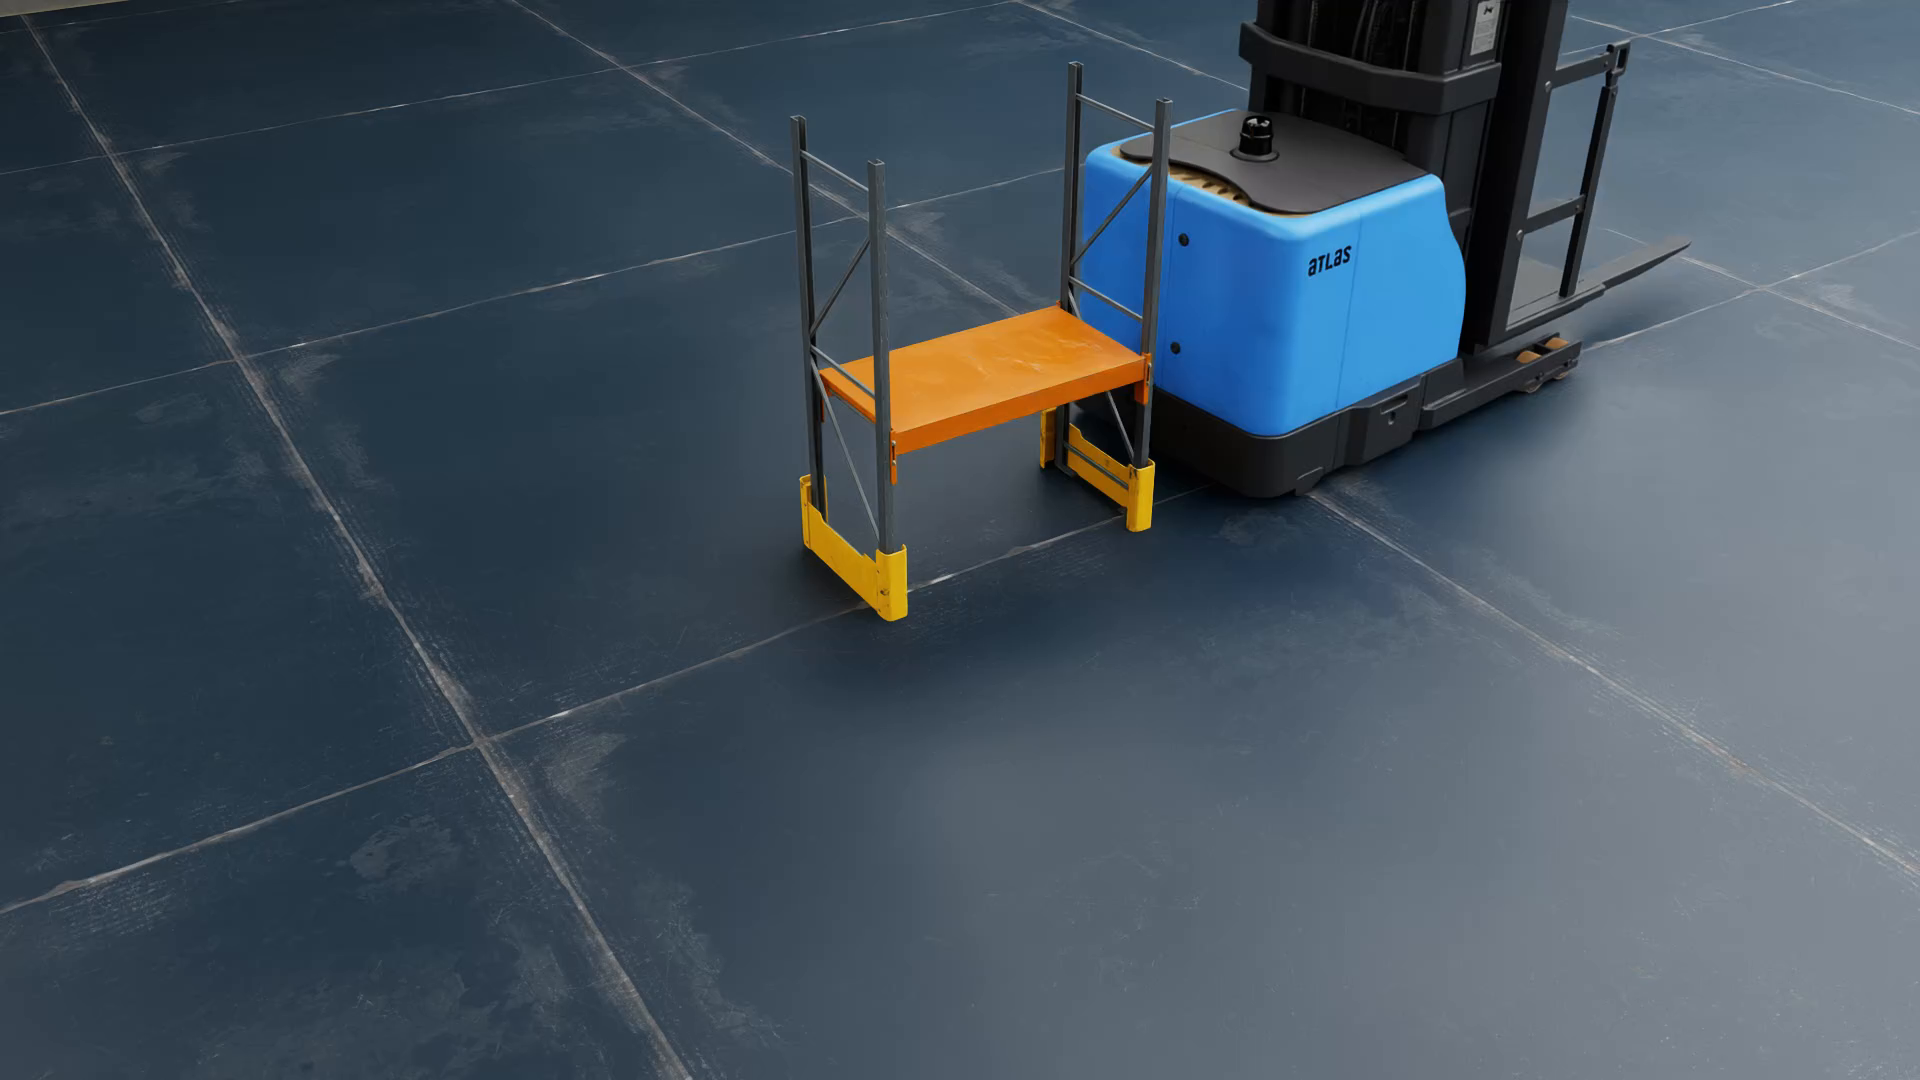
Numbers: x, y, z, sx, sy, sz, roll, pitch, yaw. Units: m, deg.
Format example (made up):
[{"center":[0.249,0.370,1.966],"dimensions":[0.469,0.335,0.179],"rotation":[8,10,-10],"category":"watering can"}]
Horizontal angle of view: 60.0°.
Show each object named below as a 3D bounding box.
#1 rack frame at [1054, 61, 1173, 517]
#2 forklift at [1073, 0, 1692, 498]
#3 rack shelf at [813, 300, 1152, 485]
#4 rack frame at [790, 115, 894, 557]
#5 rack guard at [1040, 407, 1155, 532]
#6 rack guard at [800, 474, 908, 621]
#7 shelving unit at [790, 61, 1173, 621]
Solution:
[{"center":[0.499,-0.806,5.622],"dimensions":[0.032,1.500,0.500],"rotation":[-19,37,-27],"category":"rack frame"},{"center":[1.899,-2.027,6.217],"dimensions":[3.031,2.935,1.130],"rotation":[-23,39,-32],"category":"forklift"},{"center":[0.072,-0.507,5.485],"dimensions":[1.000,0.185,0.538],"rotation":[-19,37,-27],"category":"rack shelf"},{"center":[-0.356,-0.512,5.156],"dimensions":[0.032,1.500,0.500],"rotation":[-19,37,-27],"category":"rack frame"},{"center":[0.483,-0.272,5.946],"dimensions":[0.087,0.250,0.587],"rotation":[-19,37,-27],"category":"rack guard"},{"center":[-0.355,0.016,5.490],"dimensions":[0.087,0.250,0.587],"rotation":[-19,37,-27],"category":"rack guard"},{"center":[0.064,-0.656,5.385],"dimensions":[1.083,1.500,0.587],"rotation":[-19,37,-27],"category":"shelving unit"}]
